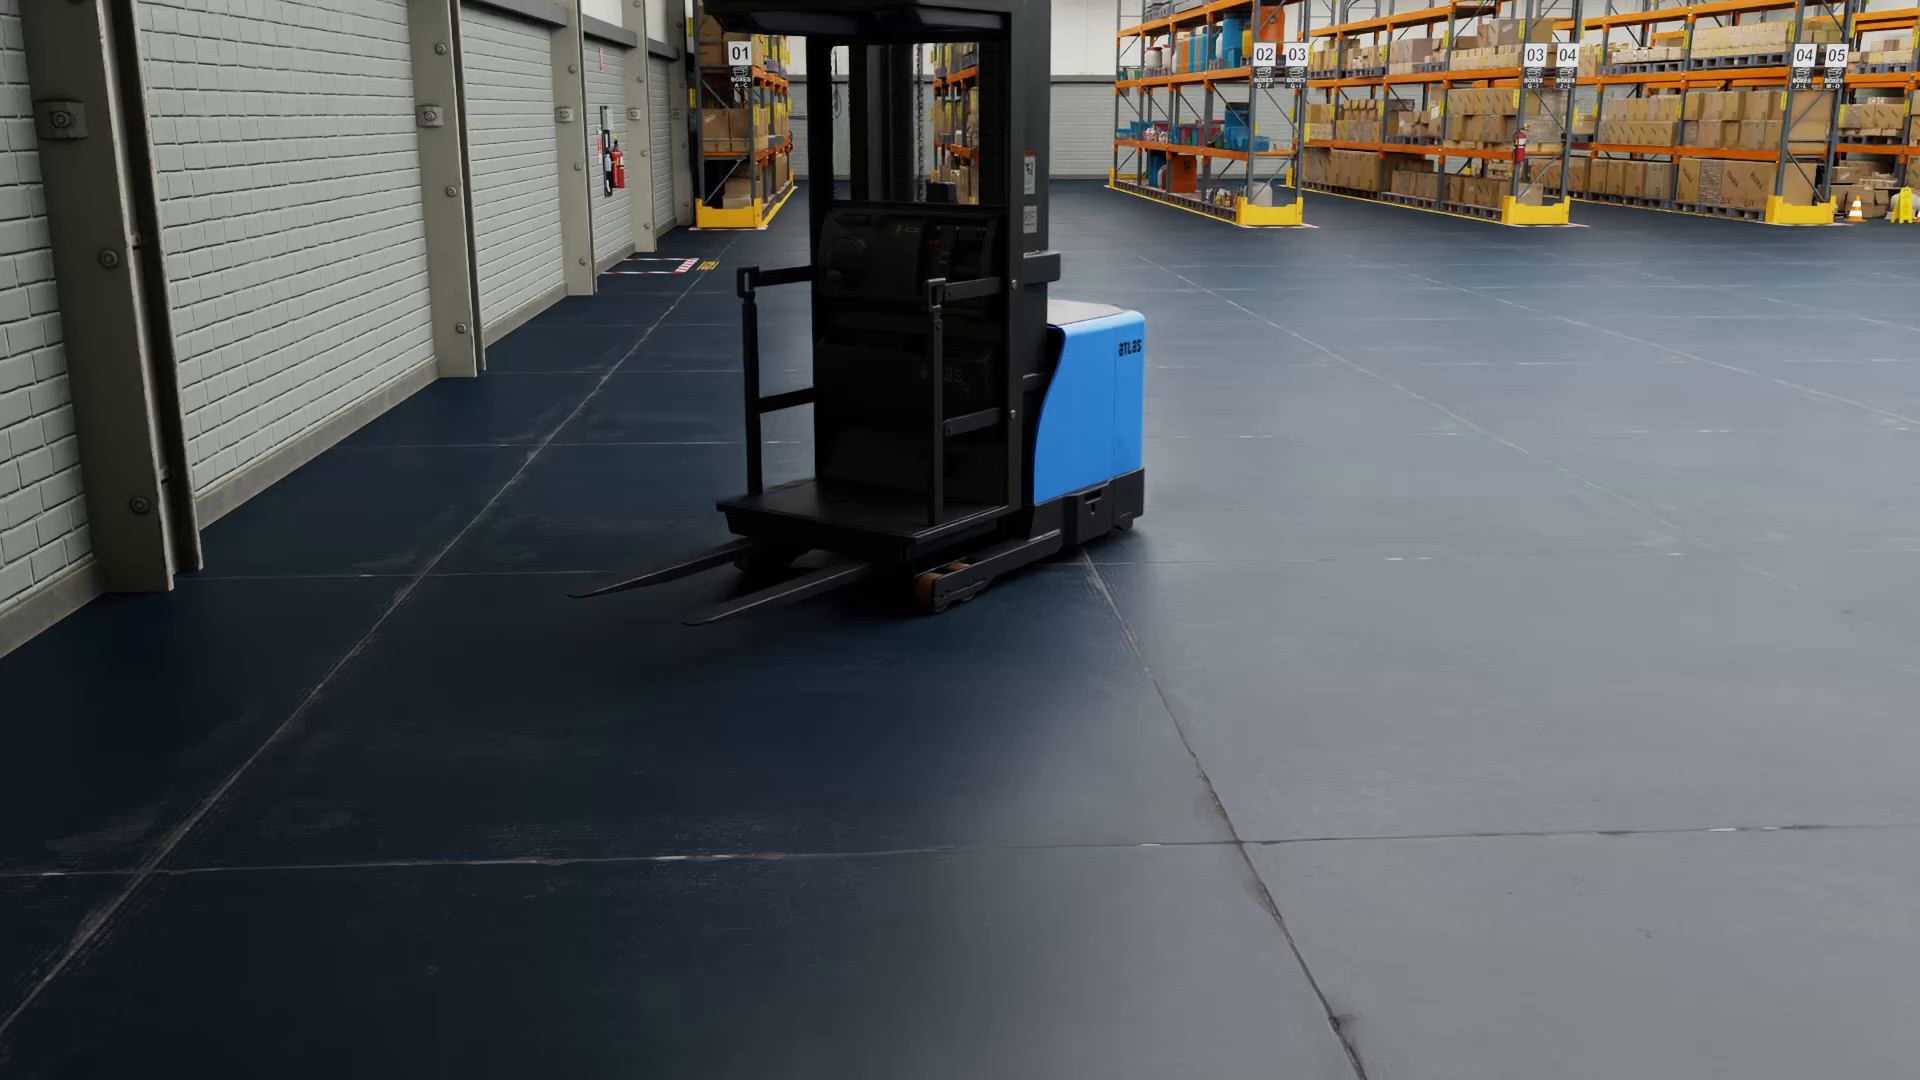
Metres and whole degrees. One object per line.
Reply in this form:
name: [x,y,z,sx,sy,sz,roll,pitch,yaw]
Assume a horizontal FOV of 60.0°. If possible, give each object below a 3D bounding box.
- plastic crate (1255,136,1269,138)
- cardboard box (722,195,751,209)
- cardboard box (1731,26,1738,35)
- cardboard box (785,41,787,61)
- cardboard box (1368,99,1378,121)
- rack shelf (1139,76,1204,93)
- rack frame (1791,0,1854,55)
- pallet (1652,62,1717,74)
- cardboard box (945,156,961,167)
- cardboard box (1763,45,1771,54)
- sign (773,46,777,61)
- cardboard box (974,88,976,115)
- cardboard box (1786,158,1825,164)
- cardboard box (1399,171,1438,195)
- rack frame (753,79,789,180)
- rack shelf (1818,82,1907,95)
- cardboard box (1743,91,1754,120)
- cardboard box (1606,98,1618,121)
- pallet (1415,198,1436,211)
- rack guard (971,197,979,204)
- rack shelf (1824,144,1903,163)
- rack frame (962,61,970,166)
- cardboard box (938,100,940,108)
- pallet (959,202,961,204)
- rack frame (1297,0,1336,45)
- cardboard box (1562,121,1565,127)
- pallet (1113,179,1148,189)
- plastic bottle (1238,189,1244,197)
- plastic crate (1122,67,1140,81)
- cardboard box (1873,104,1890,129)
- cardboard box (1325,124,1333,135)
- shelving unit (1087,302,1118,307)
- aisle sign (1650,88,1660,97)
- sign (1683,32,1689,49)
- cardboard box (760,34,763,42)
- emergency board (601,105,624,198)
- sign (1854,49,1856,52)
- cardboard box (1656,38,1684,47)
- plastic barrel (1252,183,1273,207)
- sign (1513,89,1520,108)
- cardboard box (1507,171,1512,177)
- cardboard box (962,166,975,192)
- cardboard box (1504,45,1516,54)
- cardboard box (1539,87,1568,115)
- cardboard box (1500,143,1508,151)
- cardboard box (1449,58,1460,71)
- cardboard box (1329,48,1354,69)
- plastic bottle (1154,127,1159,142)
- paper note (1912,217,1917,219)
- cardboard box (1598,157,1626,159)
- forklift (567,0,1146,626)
plastic crate: [5.824,-7.892,32.978,0.499,0.251,0.616,-1,14,-3]
cardboard box: [-4.109,-6.172,30.506,0.500,0.311,0.500,-3,15,-10]
cardboard box: [15.162,-9.858,32.161,0.380,0.149,0.250,-1,14,-4]
cardboard box: [-4.830,-12.884,43.813,0.500,0.500,0.500,-1,14,-4]
cardboard box: [10.113,-10.185,39.377,0.797,0.503,0.637,-1,14,-2]
rack shelf: [5.112,-10.832,39.528,1.077,0.370,4.000,-1,14,-3]
rack frame: [15.632,-10.274,29.896,1.000,3.000,0.127,-1,14,-3]
pallet: [15.278,-9.950,35.043,0.805,0.209,1.217,-1,15,-6]
cardboard box: [-0.107,-9.142,40.166,0.500,0.250,0.500,-1,14,-3]
cardboard box: [15.242,-9.155,31.029,0.380,0.149,0.250,-1,14,-3]
sign: [-4.110,-10.788,36.877,0.100,0.325,0.005,-1,14,-3]
cardboard box: [0.637,-8.476,32.144,0.700,0.500,0.500,-1,14,-3]
cardboard box: [20.111,-8.807,39.656,0.875,0.875,0.875,-1,14,-4]
cardboard box: [10.288,-8.005,37.251,0.700,0.500,0.500,-2,15,-8]
rack frame: [-5.147,-11.066,45.018,1.000,3.000,0.127,-1,14,-3]
rack shelf: [24.653,-12.133,44.588,1.077,0.370,4.000,-1,14,-3]
cardboard box: [15.622,-8.333,31.927,0.875,0.550,0.550,-1,14,-3]
cardboard box: [15.154,-9.779,37.805,0.700,0.500,0.500,-1,14,-4]
pallet: [10.378,-7.155,35.410,1.003,0.211,1.213,-1,14,-3]
rack guard: [0.789,-5.948,30.141,1.175,0.500,0.348,-1,14,-3]
rack shelf: [20.195,-8.613,36.928,1.077,0.370,4.000,-1,14,-3]
rack frame: [0.540,-8.159,33.719,1.000,3.000,0.127,-1,14,-3]
cardboard box: [-0.280,-10.931,42.283,0.500,0.500,0.500,-1,14,-5]
pallet: [0.455,-6.992,34.777,1.003,0.211,1.213,-1,14,-3]
rack frame: [9.684,-14.201,45.162,1.000,3.000,0.127,-1,14,-3]
cardboard box: [14.586,-9.955,39.763,0.380,0.149,0.250,-1,14,-4]
pallet: [4.753,-9.663,45.160,1.003,0.211,1.213,-1,14,-3]
plastic bottle: [5.677,-6.917,33.474,0.152,0.276,0.135,-1,14,-3]
plastic crate: [4.561,-12.258,43.753,0.504,0.338,0.767,-1,14,-3]
cardboard box: [20.029,-9.095,35.715,0.500,0.500,0.500,-1,14,-3]
cardboard box: [9.643,-10.478,42.436,0.500,0.250,0.500,-1,14,-4]
shelving unit: [0.633,-0.690,8.577,0.215,1.050,0.252,13,17,42]
aisle sign: [19.281,-12.721,46.232,0.394,0.787,0.004,-1,14,-3]
sign: [14.843,-10.208,33.991,0.100,0.325,0.005,-1,14,-3]
cardboard box: [-4.058,-9.820,31.905,0.500,0.500,0.500,0,14,0]
emergency board: [-4.576,-5.141,21.986,0.194,1.169,0.643,-1,14,-3]
sign: [20.612,-11.170,38.363,0.100,0.325,0.005,-1,14,-3]
cardboard box: [15.524,-10.683,36.262,0.500,0.500,0.500,-1,14,-3]
plastic barrel: [5.615,-6.401,31.036,0.421,0.512,0.421,0,14,0]
sign: [10.120,-8.027,30.246,0.100,0.325,0.005,-1,14,-3]
cardboard box: [14.488,-9.526,43.313,0.380,0.149,0.250,-1,14,-5]
cardboard box: [0.295,-7.150,32.966,0.500,0.500,0.500,-1,14,-3]
cardboard box: [10.321,-9.087,30.805,0.380,0.149,0.250,-2,15,-6]
cardboard box: [10.913,-8.134,30.818,0.500,0.500,0.500,-1,14,-3]
cardboard box: [10.370,-7.386,31.218,0.380,0.149,0.250,-1,14,-3]
cardboard box: [10.200,-9.576,33.505,0.500,0.250,0.500,-1,15,-6]
cardboard box: [9.823,-12.248,42.345,0.700,0.500,0.500,-2,15,-7]
plastic bottle: [4.727,-9.704,39.820,0.144,0.351,0.185,-1,14,-3]
paper note: [18.521,-6.236,32.203,0.148,0.019,0.142,-6,16,-23]
cardboard box: [15.335,-8.889,39.223,0.500,0.250,0.500,-2,15,-6]
forklift: [-0.352,-1.256,7.026,1.130,2.935,3.031,10,17,34]
